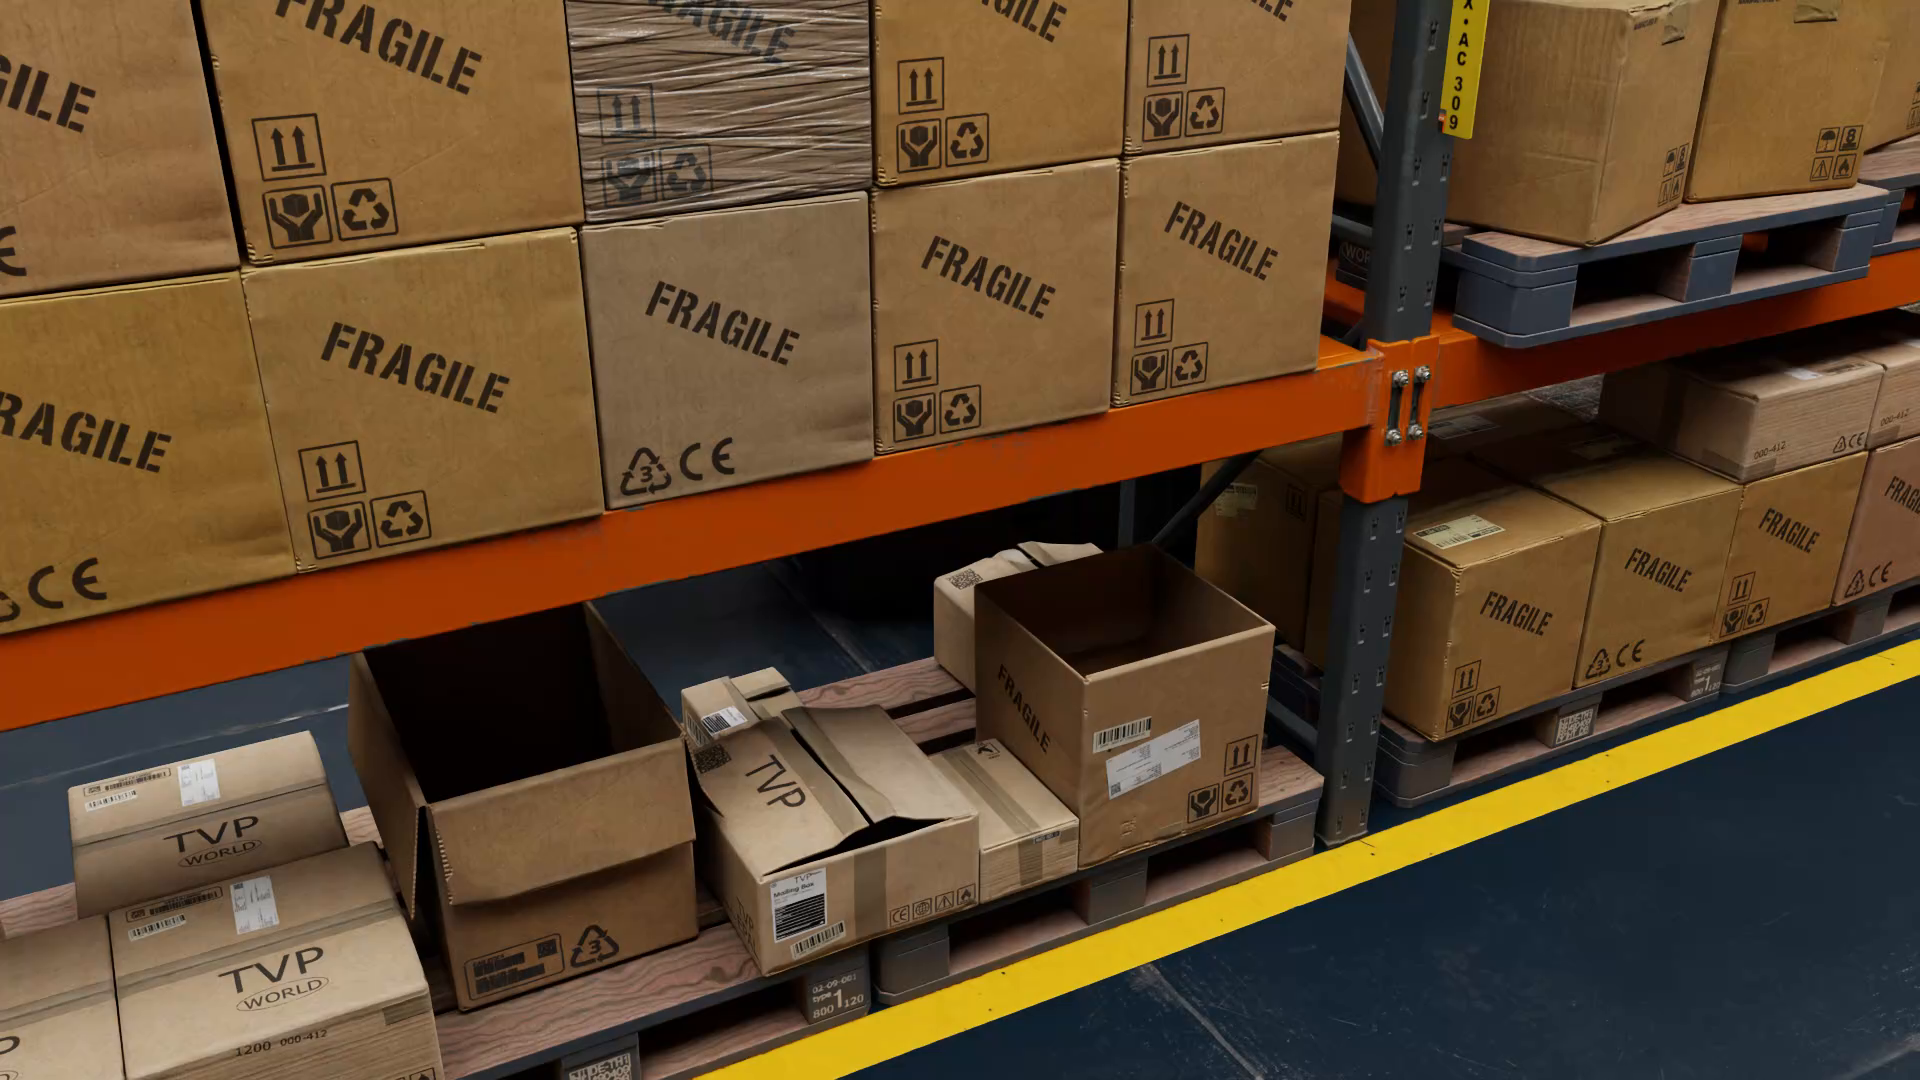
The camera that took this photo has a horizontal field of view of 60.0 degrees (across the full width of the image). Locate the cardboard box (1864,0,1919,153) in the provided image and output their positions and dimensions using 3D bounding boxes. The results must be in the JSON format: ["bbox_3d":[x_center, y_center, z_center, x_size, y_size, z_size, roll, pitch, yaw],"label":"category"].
[{"bbox_3d":[2.267,-1.401,4.601,0.500,0.500,0.700,-22,33,-38],"label":"cardboard box"}]

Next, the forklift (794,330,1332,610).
[{"bbox_3d":[0.760,-1.534,5.558,3.031,2.935,1.130,-12,28,-24],"label":"forklift"}]

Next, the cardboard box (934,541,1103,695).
[{"bbox_3d":[0.264,0.234,4.395,0.500,0.311,0.500,-13,29,-25],"label":"cardboard box"}]

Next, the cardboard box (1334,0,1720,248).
[{"bbox_3d":[1.260,-1.028,3.825,0.700,0.500,0.500,22,33,37],"label":"cardboard box"}]

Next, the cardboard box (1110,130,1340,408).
[{"bbox_3d":[0.416,-0.628,3.477,0.500,0.500,0.500,-12,28,-24],"label":"cardboard box"}]

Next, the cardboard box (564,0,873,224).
[{"bbox_3d":[-0.483,-0.869,2.823,0.500,0.500,0.500,-13,28,-25],"label":"cardboard box"}]

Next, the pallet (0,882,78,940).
[{"bbox_3d":[-2.023,1.111,3.193,1.213,0.211,1.003,-13,29,-25],"label":"pallet"}]

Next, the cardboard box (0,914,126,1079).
[{"bbox_3d":[-1.738,0.969,2.935,0.500,0.250,0.500,-13,29,-25],"label":"cardboard box"}]

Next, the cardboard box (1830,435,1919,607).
[{"bbox_3d":[2.634,-0.174,5.027,0.500,0.500,0.500,-14,29,-27],"label":"cardboard box"}]

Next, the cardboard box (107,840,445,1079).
[{"bbox_3d":[-1.297,0.867,3.147,0.500,0.250,0.500,-13,29,-25],"label":"cardboard box"}]

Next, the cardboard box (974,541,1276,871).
[{"bbox_3d":[0.367,0.370,3.893,0.500,0.500,0.500,-13,29,-25],"label":"cardboard box"}]

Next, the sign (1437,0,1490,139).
[{"bbox_3d":[0.999,-0.967,3.299,0.005,0.325,0.100,-13,29,-25],"label":"sign"}]

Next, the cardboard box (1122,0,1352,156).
[{"bbox_3d":[0.412,-1.077,3.256,0.500,0.500,0.500,-13,28,-25],"label":"cardboard box"}]

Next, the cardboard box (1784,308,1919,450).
[{"bbox_3d":[2.603,-0.504,4.847,0.500,0.250,0.500,-14,29,-26],"label":"cardboard box"}]

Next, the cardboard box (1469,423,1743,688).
[{"bbox_3d":[1.744,0.027,4.607,0.500,0.500,0.500,-13,28,-24],"label":"cardboard box"}]

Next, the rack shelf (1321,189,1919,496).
[{"bbox_3d":[2.501,-0.866,4.919,4.000,0.370,1.077,-13,29,-25],"label":"rack shelf"}]

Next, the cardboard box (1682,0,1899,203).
[{"bbox_3d":[1.837,-1.192,4.167,0.500,0.500,0.700,-8,27,-17],"label":"cardboard box"}]

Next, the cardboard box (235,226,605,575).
[{"bbox_3d":[-0.938,-0.312,2.819,0.500,0.500,0.500,-13,28,-24],"label":"cardboard box"}]

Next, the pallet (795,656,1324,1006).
[{"bbox_3d":[0.130,0.614,4.228,1.213,0.211,1.003,-13,29,-25],"label":"pallet"}]

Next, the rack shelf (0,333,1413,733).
[{"bbox_3d":[-1.028,-0.051,3.222,4.000,0.370,1.077,-13,29,-25],"label":"rack shelf"}]

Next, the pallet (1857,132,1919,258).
[{"bbox_3d":[2.552,-1.113,4.824,1.213,0.211,1.003,-13,29,-25],"label":"pallet"}]

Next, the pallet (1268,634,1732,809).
[{"bbox_3d":[1.437,0.294,4.893,1.213,0.211,1.003,-13,29,-25],"label":"pallet"}]

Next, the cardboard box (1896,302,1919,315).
[{"bbox_3d":[3.271,-0.577,5.865,0.500,0.500,0.500,-14,29,-27],"label":"cardboard box"}]

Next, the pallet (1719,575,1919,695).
[{"bbox_3d":[2.514,0.044,5.415,1.213,0.211,1.003,-13,29,-25],"label":"pallet"}]

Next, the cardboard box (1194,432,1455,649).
[{"bbox_3d":[1.037,-0.064,4.798,0.500,0.500,0.500,-13,29,-25],"label":"cardboard box"}]

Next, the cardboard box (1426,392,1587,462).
[{"bbox_3d":[1.477,-0.162,5.001,0.500,0.500,0.500,-13,29,-25],"label":"cardboard box"}]

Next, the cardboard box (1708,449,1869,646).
[{"bbox_3d":[2.188,-0.072,4.813,0.500,0.500,0.500,-13,28,-24],"label":"cardboard box"}]

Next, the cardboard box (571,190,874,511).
[{"bbox_3d":[-0.490,-0.417,3.037,0.500,0.500,0.500,-12,28,-24],"label":"cardboard box"}]

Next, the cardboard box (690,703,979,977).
[{"bbox_3d":[-0.294,0.608,3.616,0.500,0.311,0.500,-13,29,-25],"label":"cardboard box"}]

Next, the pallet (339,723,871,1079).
[{"bbox_3d":[-0.948,0.864,3.707,1.213,0.211,1.003,-13,29,-25],"label":"pallet"}]

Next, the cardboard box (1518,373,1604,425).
[{"bbox_3d":[1.920,-0.264,5.213,0.500,0.500,0.500,-13,28,-24],"label":"cardboard box"}]

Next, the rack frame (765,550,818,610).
[{"bbox_3d":[-0.578,-0.552,5.167,0.032,1.500,0.500,-12,28,-24],"label":"rack frame"}]

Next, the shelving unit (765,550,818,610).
[{"bbox_3d":[-1.031,-0.452,4.960,1.048,1.500,0.538,-12,28,-24],"label":"shelving unit"}]

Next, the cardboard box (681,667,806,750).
[{"bbox_3d":[-0.494,0.479,4.052,0.250,0.166,0.380,-13,29,-25],"label":"cardboard box"}]

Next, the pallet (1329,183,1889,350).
[{"bbox_3d":[1.493,-0.817,4.208,1.213,0.211,1.003,-13,29,-25],"label":"pallet"}]

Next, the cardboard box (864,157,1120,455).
[{"bbox_3d":[-0.038,-0.523,3.257,0.500,0.500,0.500,-12,28,-24],"label":"cardboard box"}]

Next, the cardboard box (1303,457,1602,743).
[{"bbox_3d":[1.278,0.140,4.372,0.500,0.500,0.500,-14,29,-27],"label":"cardboard box"}]

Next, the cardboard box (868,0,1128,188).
[{"bbox_3d":[-0.038,-0.971,3.037,0.500,0.500,0.500,-14,29,-26],"label":"cardboard box"}]

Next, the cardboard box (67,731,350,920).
[{"bbox_3d":[-1.577,0.686,3.524,0.500,0.250,0.500,-13,29,-25],"label":"cardboard box"}]

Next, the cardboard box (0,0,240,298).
[{"bbox_3d":[-1.376,-0.663,2.394,0.500,0.500,0.500,-13,28,-24],"label":"cardboard box"}]

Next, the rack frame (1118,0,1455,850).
[{"bbox_3d":[0.737,-0.783,3.915,0.127,3.000,1.000,-13,29,-25],"label":"rack frame"}]

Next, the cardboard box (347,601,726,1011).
[{"bbox_3d":[-0.919,0.529,3.559,0.637,0.503,0.797,-13,29,-25],"label":"cardboard box"}]

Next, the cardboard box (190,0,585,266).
[{"bbox_3d":[-0.928,-0.767,2.611,0.500,0.500,0.500,-13,29,-26],"label":"cardboard box"}]

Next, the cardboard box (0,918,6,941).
[{"bbox_3d":[-2.029,0.858,3.263,0.250,0.166,0.380,-13,29,-25],"label":"cardboard box"}]

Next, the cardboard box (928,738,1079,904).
[{"bbox_3d":[0.065,0.628,3.762,0.250,0.149,0.380,-13,29,-25],"label":"cardboard box"}]

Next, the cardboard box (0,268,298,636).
[{"bbox_3d":[-1.380,-0.211,2.608,0.500,0.500,0.500,-13,29,-25],"label":"cardboard box"}]

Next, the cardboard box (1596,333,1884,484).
[{"bbox_3d":[2.161,-0.401,4.634,0.500,0.250,0.500,-13,29,-25],"label":"cardboard box"}]
